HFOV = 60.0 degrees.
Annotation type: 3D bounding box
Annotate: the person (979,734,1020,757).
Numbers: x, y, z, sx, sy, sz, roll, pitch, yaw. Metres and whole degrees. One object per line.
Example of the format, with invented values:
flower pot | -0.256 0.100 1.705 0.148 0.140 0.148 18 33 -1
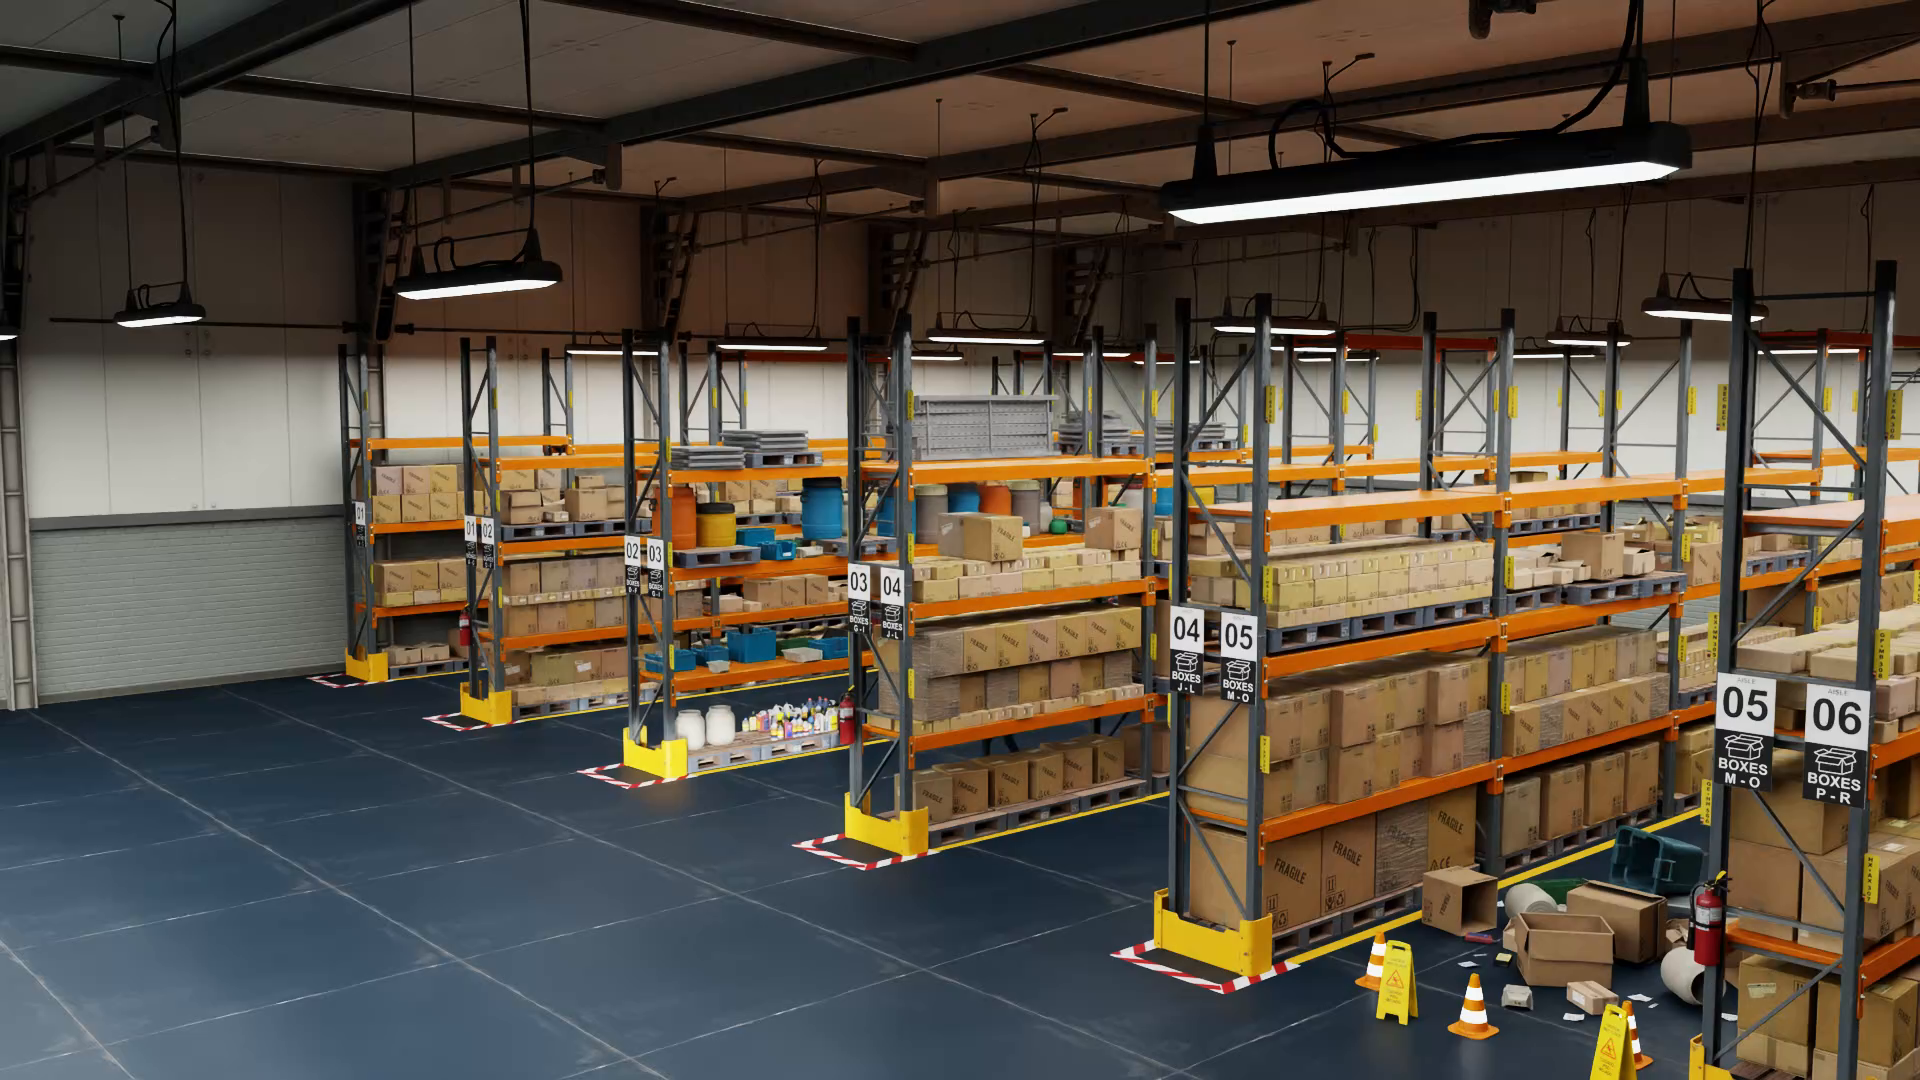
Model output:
person | 0.475 2.384 22.195 0.903 1.551 0.436 -3 6 -28
